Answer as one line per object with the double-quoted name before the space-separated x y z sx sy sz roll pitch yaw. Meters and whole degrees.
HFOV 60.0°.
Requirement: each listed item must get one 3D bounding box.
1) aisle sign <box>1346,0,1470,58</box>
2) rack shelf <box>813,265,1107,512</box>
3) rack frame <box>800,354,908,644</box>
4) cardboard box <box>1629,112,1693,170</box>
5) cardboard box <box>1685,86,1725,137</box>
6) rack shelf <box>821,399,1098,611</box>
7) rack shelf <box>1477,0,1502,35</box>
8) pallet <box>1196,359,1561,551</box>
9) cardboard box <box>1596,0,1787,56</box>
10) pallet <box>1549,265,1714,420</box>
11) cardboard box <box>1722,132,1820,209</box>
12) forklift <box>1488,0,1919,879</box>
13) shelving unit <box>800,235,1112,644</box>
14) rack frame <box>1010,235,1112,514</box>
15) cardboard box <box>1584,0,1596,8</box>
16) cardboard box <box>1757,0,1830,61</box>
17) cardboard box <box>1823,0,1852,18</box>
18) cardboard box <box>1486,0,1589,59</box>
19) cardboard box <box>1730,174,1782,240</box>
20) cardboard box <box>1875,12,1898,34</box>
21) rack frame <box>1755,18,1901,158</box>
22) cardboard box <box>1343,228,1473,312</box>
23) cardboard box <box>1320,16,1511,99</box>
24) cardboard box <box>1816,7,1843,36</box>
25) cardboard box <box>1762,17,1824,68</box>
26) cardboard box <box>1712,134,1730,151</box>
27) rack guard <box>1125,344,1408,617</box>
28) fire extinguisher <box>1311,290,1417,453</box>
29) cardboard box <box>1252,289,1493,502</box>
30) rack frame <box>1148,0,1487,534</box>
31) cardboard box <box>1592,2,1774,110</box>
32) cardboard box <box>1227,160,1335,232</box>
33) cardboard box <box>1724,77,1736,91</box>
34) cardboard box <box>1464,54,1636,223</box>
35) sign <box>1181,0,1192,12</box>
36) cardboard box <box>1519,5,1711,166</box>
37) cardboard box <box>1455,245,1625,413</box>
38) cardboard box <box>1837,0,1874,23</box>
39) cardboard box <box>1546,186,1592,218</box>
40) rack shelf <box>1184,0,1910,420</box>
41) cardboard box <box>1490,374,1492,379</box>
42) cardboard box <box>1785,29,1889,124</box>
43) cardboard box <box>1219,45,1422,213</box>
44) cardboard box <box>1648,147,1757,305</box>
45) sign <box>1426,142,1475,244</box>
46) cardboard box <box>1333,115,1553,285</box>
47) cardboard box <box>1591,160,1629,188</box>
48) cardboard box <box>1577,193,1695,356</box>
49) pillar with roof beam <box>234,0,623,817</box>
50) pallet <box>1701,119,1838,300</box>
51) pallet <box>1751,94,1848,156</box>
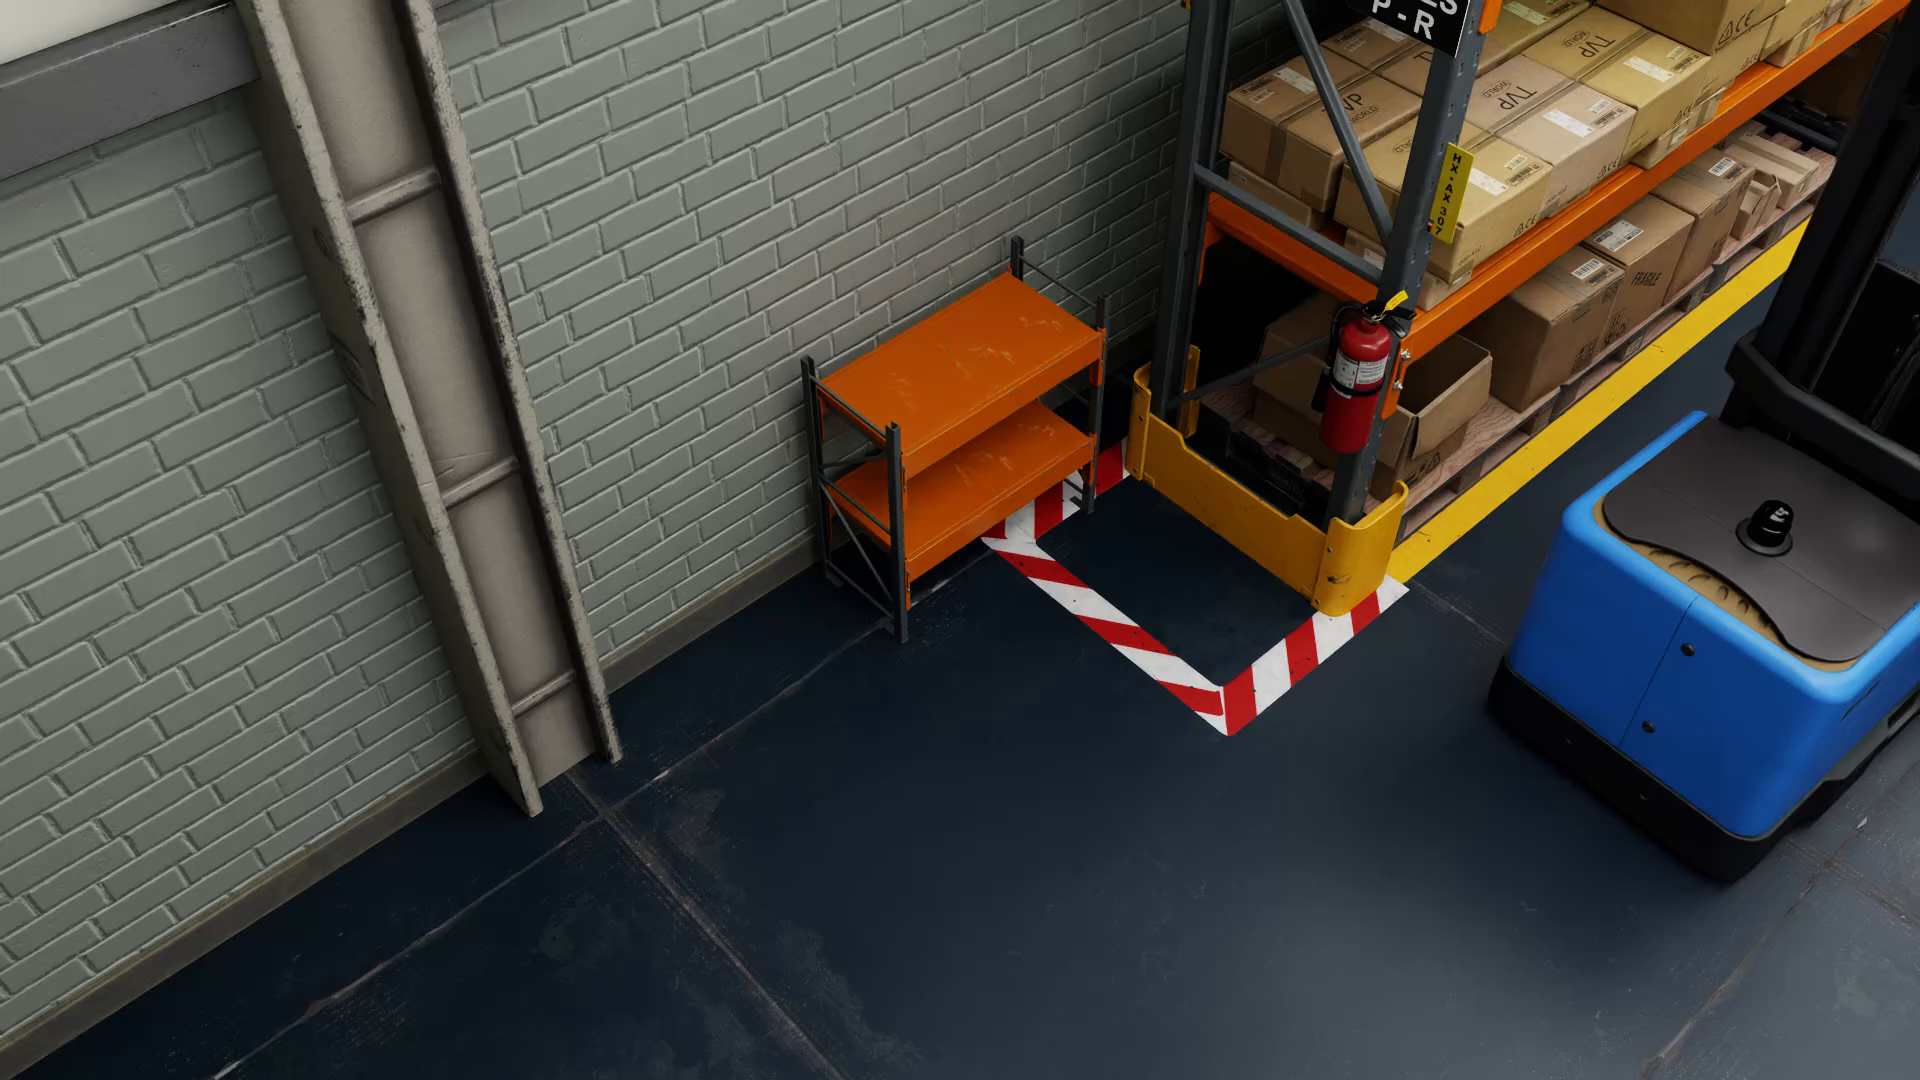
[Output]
"aisle sign" 1.281 -1.751 4.556 0.004 0.787 0.394 -34 56 -27
"rack shelf" -0.004 -0.576 6.118 1.000 0.278 0.538 -34 56 -27
"rack frame" -0.379 -0.126 6.101 0.032 1.125 0.500 -34 56 -27
"cardboard box" 2.549 -1.601 6.357 0.250 0.149 0.380 -35 56 -28
"cardboard box" 2.730 -1.742 6.487 0.250 0.149 0.380 -33 55 -26
"rack shelf" -0.004 -0.212 6.513 1.000 0.278 0.538 -34 56 -27
"rack shelf" 2.614 -2.825 5.764 4.000 0.370 1.077 -34 56 -27
"pallet" 1.780 -0.549 7.113 1.213 0.211 1.003 -34 56 -27
"cardboard box" 2.761 -2.187 6.116 0.500 0.500 0.500 -32 55 -26
"pallet" 2.682 -1.149 7.667 1.213 0.211 1.003 -34 56 -27
"cardboard box" 3.879 -1.781 8.006 0.250 0.149 0.380 -35 56 -28
"forklift" 3.396 -0.779 5.475 3.031 2.935 1.130 -32 55 -26
"shelving unit" -0.004 -0.378 6.333 1.048 1.125 0.538 -34 56 -27
"rack frame" 0.372 -0.630 6.566 0.032 1.125 0.500 -34 56 -27
"cardboard box" 2.435 -2.239 6.675 0.500 0.250 0.500 -34 56 -27
"cardboard box" 3.142 -2.211 6.649 0.500 0.250 0.500 -34 56 -27
"cardboard box" 3.520 -2.450 6.869 0.500 0.250 0.500 -34 56 -27
"cardboard box" 2.048 -1.981 6.437 0.500 0.250 0.500 -32 55 -26
"cardboard box" 3.615 -1.644 7.801 0.258 0.266 0.396 -32 55 -26
"cardboard box" 4.538 -2.588 8.071 0.250 0.149 0.380 -31 55 -26
"rack frame" 4.094 -3.040 7.514 0.127 3.000 1.000 -34 56 -27
"cardboard box" 1.562 -0.991 5.794 0.250 0.149 0.380 -34 56 -27
"cardboard box" 1.678 -1.739 6.213 0.500 0.250 0.500 -34 56 -27
"cardboard box" 3.461 -2.263 6.968 0.250 0.149 0.380 -32 55 -26
"cardboard box" 3.291 -2.122 6.838 0.250 0.149 0.380 -35 56 -28
"cardboard box" 3.446 -2.073 8.165 0.500 0.311 0.500 -32 55 -26
"rack guard" 1.190 -0.253 6.643 0.348 0.500 1.175 -34 56 -27
"fire extinguisher" 1.336 -0.586 5.556 0.183 0.674 0.296 -34 56 -27
"cardboard box" 1.651 -0.609 6.684 0.637 0.503 0.797 -36 57 -28
"rack frame" 1.134 -1.063 5.690 0.127 3.000 1.000 -34 56 -27
"cardboard box" 2.761 -1.957 6.414 0.500 0.250 0.500 -35 56 -28
"cardboard box" 1.199 -1.287 6.068 0.250 0.149 0.380 -34 56 -28
"cardboard box" 2.874 -1.907 6.640 0.250 0.149 0.380 -34 56 -27
"cardboard box" 2.024 -1.440 5.937 0.500 0.250 0.500 -33 55 -27
"sign" 0.776 -1.874 5.436 0.005 0.325 0.100 -34 56 -27
"cardboard box" 2.397 -1.692 6.170 0.500 0.250 0.500 -35 56 -28
"cardboard box" 2.309 -1.010 7.056 0.500 0.500 0.700 -32 55 -26
"cardboard box" 3.674 -2.378 7.074 0.250 0.149 0.380 -32 55 -26
"cardboard box" 2.118 -1.382 6.155 0.250 0.149 0.380 -32 55 -26
"rack shelf" 2.614 -1.808 6.866 4.000 0.370 1.077 -34 56 -27
"cardboard box" 1.991 -0.678 6.989 0.250 0.149 0.380 -36 57 -28
"cardboard box" 4.603 -2.452 8.387 0.500 0.500 0.500 -31 55 -26
"cardboard box" 1.296 -1.484 5.978 0.500 0.250 0.500 -32 55 -26
"cardboard box" 3.077 -1.523 7.529 0.500 0.500 0.700 -36 57 -28
"sign" 1.499 -1.061 5.099 0.005 0.325 0.100 -34 56 -27
"cardboard box" 1.651 -1.191 5.707 0.500 0.250 0.500 -33 56 -27
"cardboard box" 2.311 -1.517 6.279 0.250 0.149 0.380 -33 55 -27
"cardboard box" 2.768 -1.217 7.247 0.500 0.500 0.500 -33 55 -27
"pillar with roof beam" 1.429 0.087 0.547 0.400 9.000 9.100 -34 56 -27
"pallet" 3.585 -1.756 8.227 1.213 0.211 1.003 -34 56 -27
"pallet" 4.670 -2.517 8.929 1.213 0.211 1.003 -34 56 -27
